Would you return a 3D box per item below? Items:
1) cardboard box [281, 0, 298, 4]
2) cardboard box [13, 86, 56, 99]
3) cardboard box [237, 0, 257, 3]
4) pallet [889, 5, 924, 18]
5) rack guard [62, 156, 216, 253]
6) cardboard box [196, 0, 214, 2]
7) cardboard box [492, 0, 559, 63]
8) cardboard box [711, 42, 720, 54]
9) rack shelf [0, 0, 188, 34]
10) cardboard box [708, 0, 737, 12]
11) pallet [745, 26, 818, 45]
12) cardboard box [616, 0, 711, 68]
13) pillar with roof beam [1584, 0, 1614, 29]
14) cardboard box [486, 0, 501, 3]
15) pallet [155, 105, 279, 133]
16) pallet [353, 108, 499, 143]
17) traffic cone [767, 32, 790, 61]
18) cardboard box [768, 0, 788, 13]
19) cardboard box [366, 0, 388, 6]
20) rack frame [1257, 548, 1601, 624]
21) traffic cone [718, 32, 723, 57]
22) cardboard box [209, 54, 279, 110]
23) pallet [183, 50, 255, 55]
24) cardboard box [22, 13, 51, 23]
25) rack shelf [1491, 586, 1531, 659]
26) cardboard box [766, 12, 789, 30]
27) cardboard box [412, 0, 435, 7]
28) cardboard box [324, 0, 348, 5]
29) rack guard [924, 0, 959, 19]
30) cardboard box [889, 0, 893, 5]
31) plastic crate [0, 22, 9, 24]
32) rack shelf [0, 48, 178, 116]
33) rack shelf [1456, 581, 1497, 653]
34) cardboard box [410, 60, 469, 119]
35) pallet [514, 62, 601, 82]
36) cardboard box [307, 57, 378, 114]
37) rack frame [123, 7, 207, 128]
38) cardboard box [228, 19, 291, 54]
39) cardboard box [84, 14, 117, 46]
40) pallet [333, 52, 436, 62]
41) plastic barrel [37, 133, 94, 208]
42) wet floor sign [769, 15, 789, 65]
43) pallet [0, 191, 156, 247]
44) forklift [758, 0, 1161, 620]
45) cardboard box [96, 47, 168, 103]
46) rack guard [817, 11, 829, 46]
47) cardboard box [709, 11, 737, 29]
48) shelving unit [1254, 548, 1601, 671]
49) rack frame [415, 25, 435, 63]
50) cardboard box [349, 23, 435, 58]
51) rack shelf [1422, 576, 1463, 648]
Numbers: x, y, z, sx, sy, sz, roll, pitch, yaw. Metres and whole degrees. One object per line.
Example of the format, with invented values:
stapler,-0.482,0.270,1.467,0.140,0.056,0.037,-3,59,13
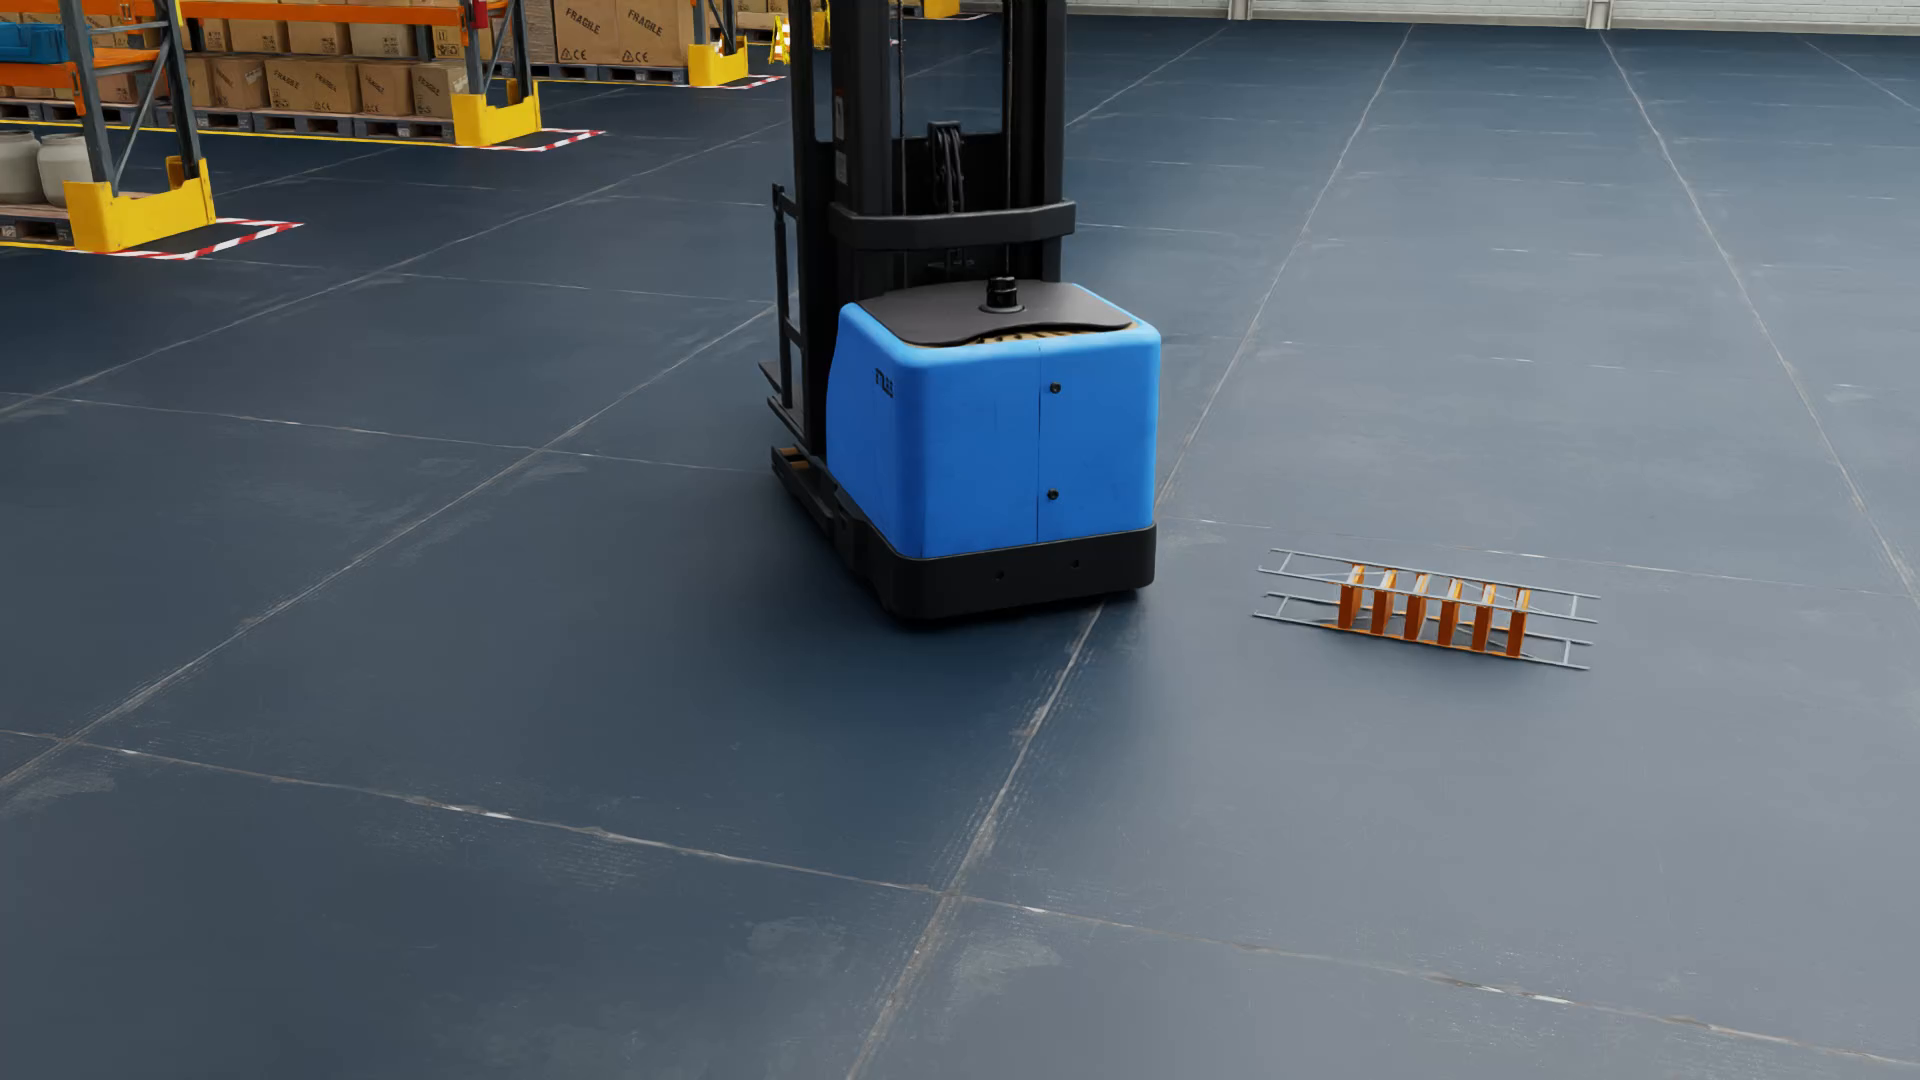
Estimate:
cardboard box,-6.666,-5.528,16.850,0.250,0.149,0.380,7,23,16
cardboard box,-10.045,-5.190,18.409,0.500,0.500,0.700,5,23,11
cardboard box,-7.154,-5.571,16.953,0.250,0.149,0.380,7,23,16
pallet,-1.099,-9.692,30.345,1.213,0.211,1.003,7,23,16
rack guard,-6.164,-2.545,12.539,0.348,0.500,1.175,7,23,16
cardboard box,-7.633,-5.625,17.086,0.250,0.149,0.380,7,23,16
cardboard box,-5.501,-6.758,21.764,0.875,0.875,0.875,7,23,16
cardboard box,-3.623,-7.201,24.352,0.380,0.149,0.250,-20,29,-39
rack shelf,-10.392,-5.834,18.213,4.000,0.370,1.077,7,23,16
cardboard box,-3.609,-8.486,25.811,0.500,0.500,0.500,6,23,14
pallet,-2.625,-7.930,26.048,1.213,0.211,1.003,7,23,16
cardboard box,-3.786,-6.562,21.285,0.875,0.875,0.875,7,23,16
pillar with roof beam,9.484,-11.214,22.474,0.400,9.000,9.100,7,23,16
cardboard box,-4.851,-5.511,16.808,0.250,0.149,0.380,7,23,16
pallet,-7.824,-4.597,17.923,1.213,0.211,1.003,7,23,16
pallet,-5.488,-4.330,17.271,1.213,0.211,1.003,7,23,16
traffic cone,-2.564,-7.074,23.630,0.334,0.463,0.336,7,23,16
cardboard box,-2.627,-8.372,25.533,0.500,0.500,0.500,7,23,16
cardboard box,-5.708,-5.419,16.583,0.250,0.149,0.380,7,23,16
rack frame,1.710,0.161,6.105,1.200,0.006,0.240,9,24,21
traffic cone,-3.216,-6.701,22.720,0.334,0.463,0.336,7,23,16
cardboard box,-7.555,-4.867,17.648,0.500,0.500,0.500,15,27,32
pallet,-10.044,-6.774,23.229,1.213,0.211,1.003,7,23,16
cardboard box,-12.963,-7.367,23.740,0.500,0.500,0.500,7,23,16
rack shelf,2.002,0.291,6.028,0.103,0.180,0.258,9,24,21
cardboard box,-2.659,-8.026,25.677,0.500,0.250,0.500,6,23,15
cardboard box,-5.219,-5.377,16.481,0.250,0.149,0.380,7,23,16
cardboard box,-6.181,-5.481,16.733,0.250,0.149,0.380,7,23,16
rack guard,-0.332,-9.755,30.116,0.348,0.500,1.175,7,23,16
cardboard box,-1.369,-9.831,30.077,0.500,0.250,0.500,7,23,15
plastic crate,-7.264,-3.661,12.161,0.408,0.251,0.499,7,23,16
rack shelf,-7.993,-3.596,12.757,4.000,0.370,1.077,7,23,16
rack shelf,1.891,0.274,6.070,0.103,0.180,0.258,9,24,21
cardboard box,-5.240,-4.622,17.049,0.500,0.500,0.500,11,25,25
pallet,-5.070,-6.204,21.840,1.213,0.211,1.003,7,23,15
cardboard box,-6.417,-4.750,17.363,0.500,0.500,0.500,9,24,20
rack frame,-8.477,-5.948,17.542,0.127,3.000,1.000,7,23,16
cardboard box,-9.382,-7.137,22.851,0.750,0.750,1.050,7,23,16
cardboard box,-11.978,-7.251,23.458,0.500,0.500,0.500,8,23,18
pallet,-7.708,-6.506,22.577,1.213,0.211,1.003,7,23,16
plastic barrel,-6.730,-2.798,12.586,0.421,0.512,0.421,0,22,0
wet floor sign,-2.518,-6.927,23.032,0.232,0.644,0.267,3,22,6
pallet,-6.941,-2.502,12.815,1.213,0.211,1.003,7,23,16
forklift,-0.223,-1.592,7.013,1.130,2.935,3.031,-8,24,-18
cardboard box,-9.059,-5.070,18.116,0.500,0.500,0.700,5,23,11
rack guard,-1.858,-7.962,25.745,0.348,0.500,1.175,7,23,16
cardboard box,-3.633,-8.138,25.951,0.500,0.250,0.500,6,23,14
shelving unit,1.710,0.246,6.139,1.200,0.189,0.258,9,24,21
rack frame,-6.947,-7.739,21.908,0.127,3.000,1.000,7,23,16
cardboard box,-7.568,-6.928,22.341,0.750,0.750,1.050,6,23,15
rack shelf,1.780,0.257,6.113,0.103,0.180,0.258,9,24,21
